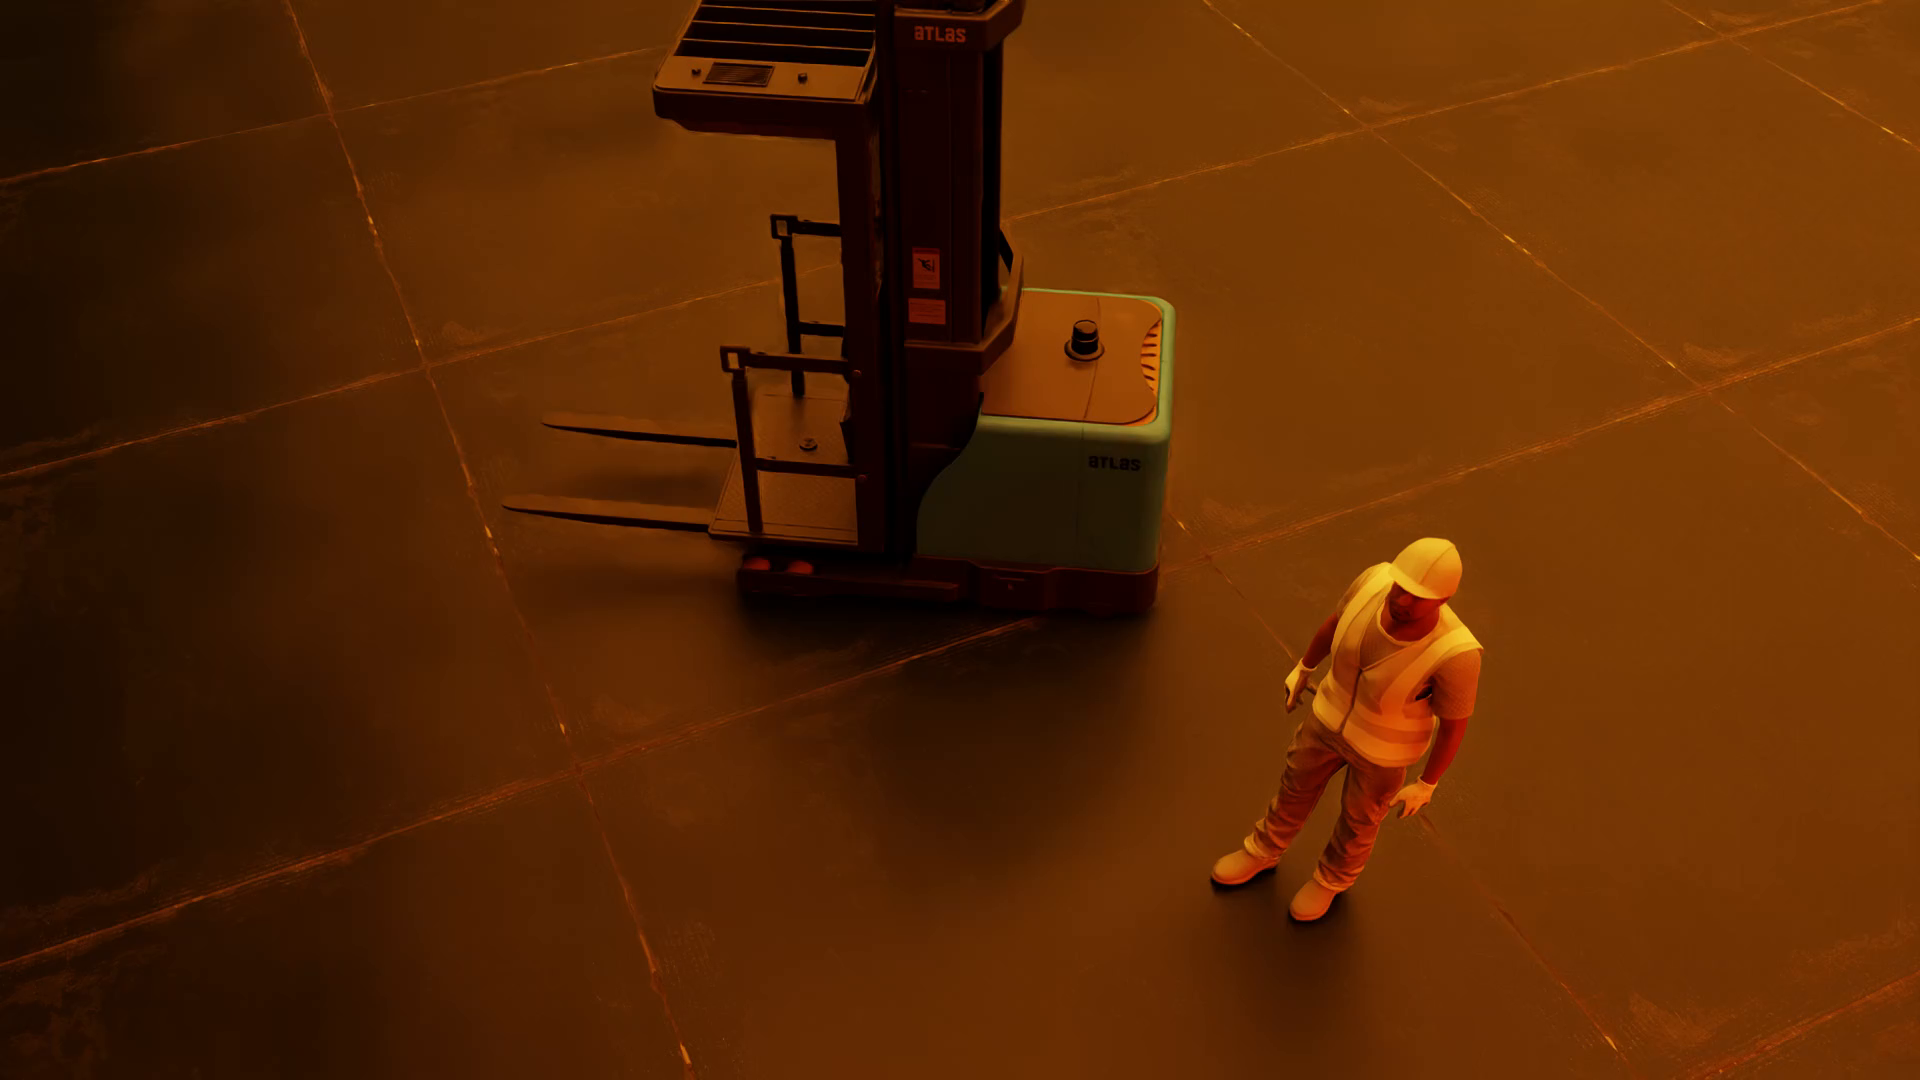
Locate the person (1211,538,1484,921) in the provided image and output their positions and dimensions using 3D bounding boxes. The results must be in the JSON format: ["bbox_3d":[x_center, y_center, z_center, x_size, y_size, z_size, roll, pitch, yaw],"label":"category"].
[{"bbox_3d":[1.352,0.693,5.770,0.578,1.784,0.663,-27,49,-26],"label":"person"}]

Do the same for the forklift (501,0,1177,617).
[{"bbox_3d":[-0.577,-1.168,6.931,3.031,2.935,1.130,5,43,5],"label":"forklift"}]
